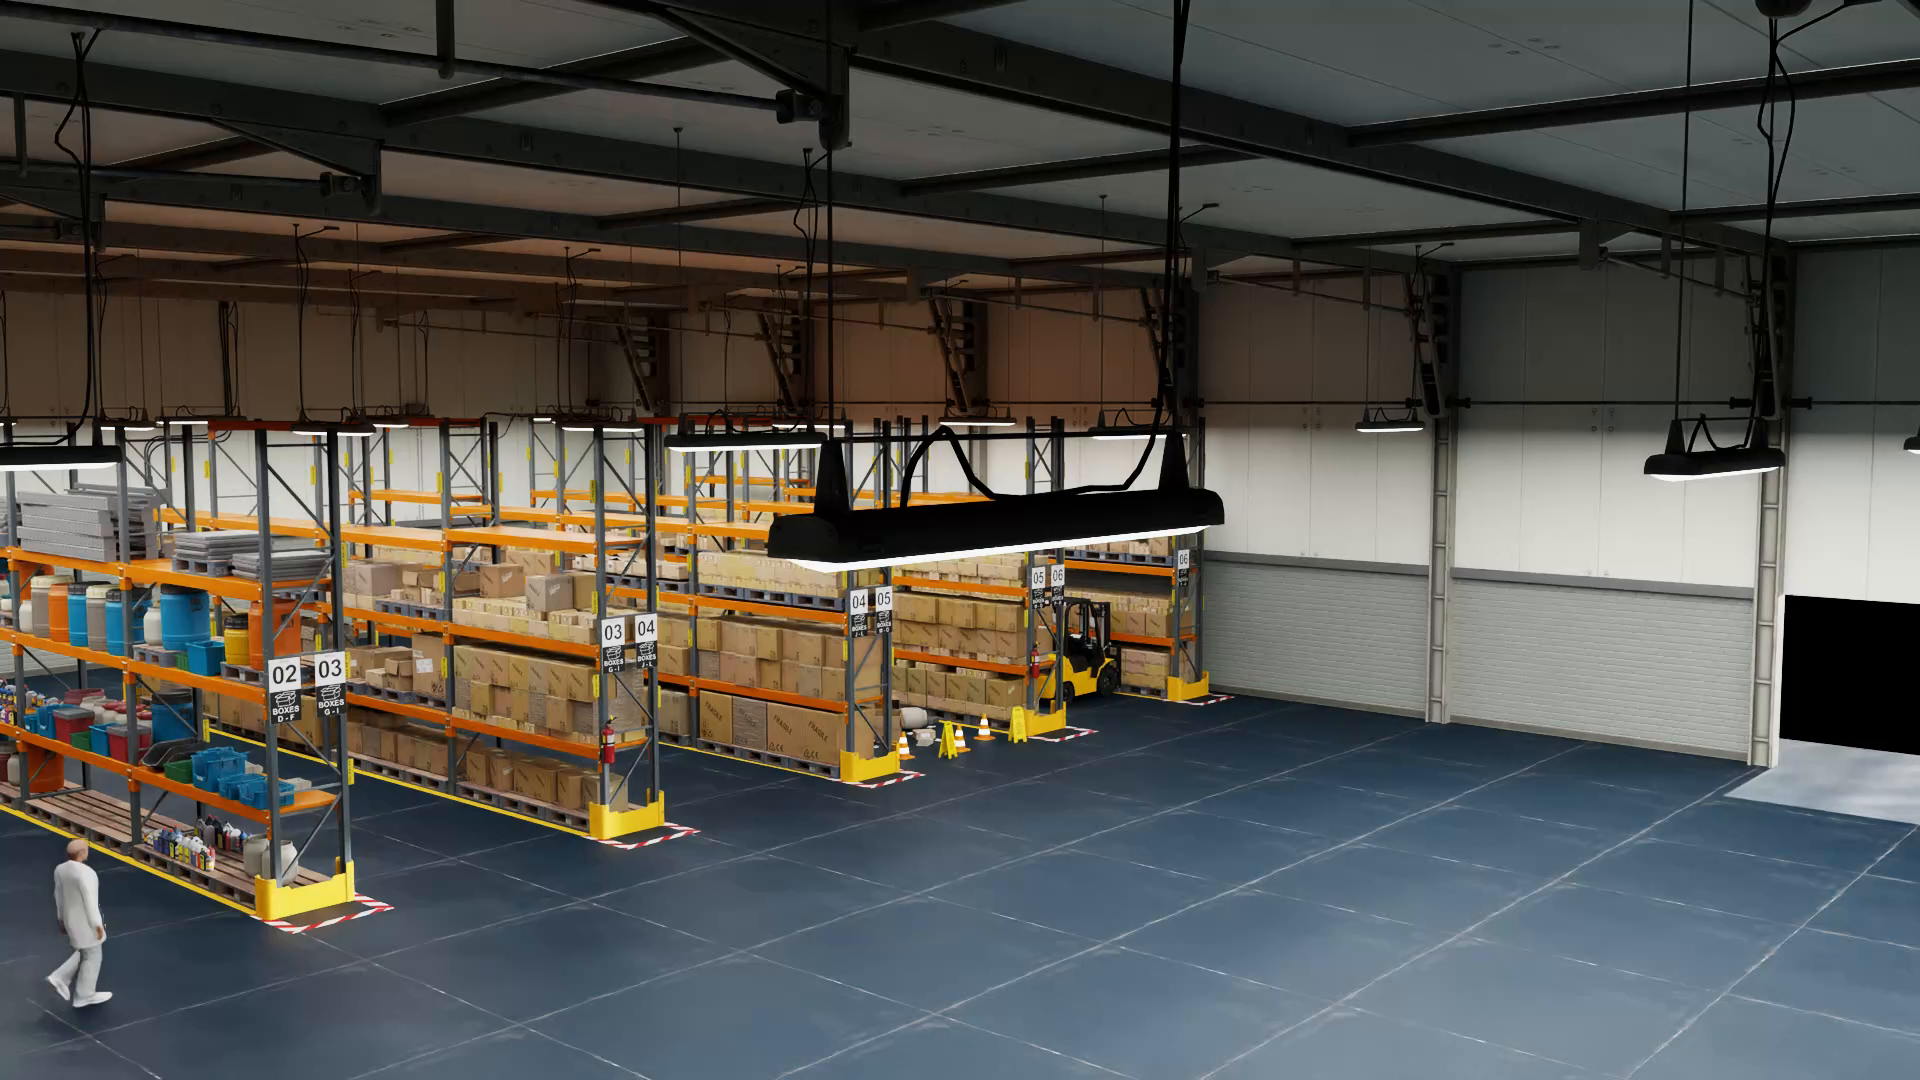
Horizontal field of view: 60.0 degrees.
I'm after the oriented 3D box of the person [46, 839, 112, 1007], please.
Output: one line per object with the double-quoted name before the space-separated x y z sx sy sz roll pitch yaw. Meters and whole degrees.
"person" -9.186 4.082 17.340 0.592 1.567 0.573 5 7 44
